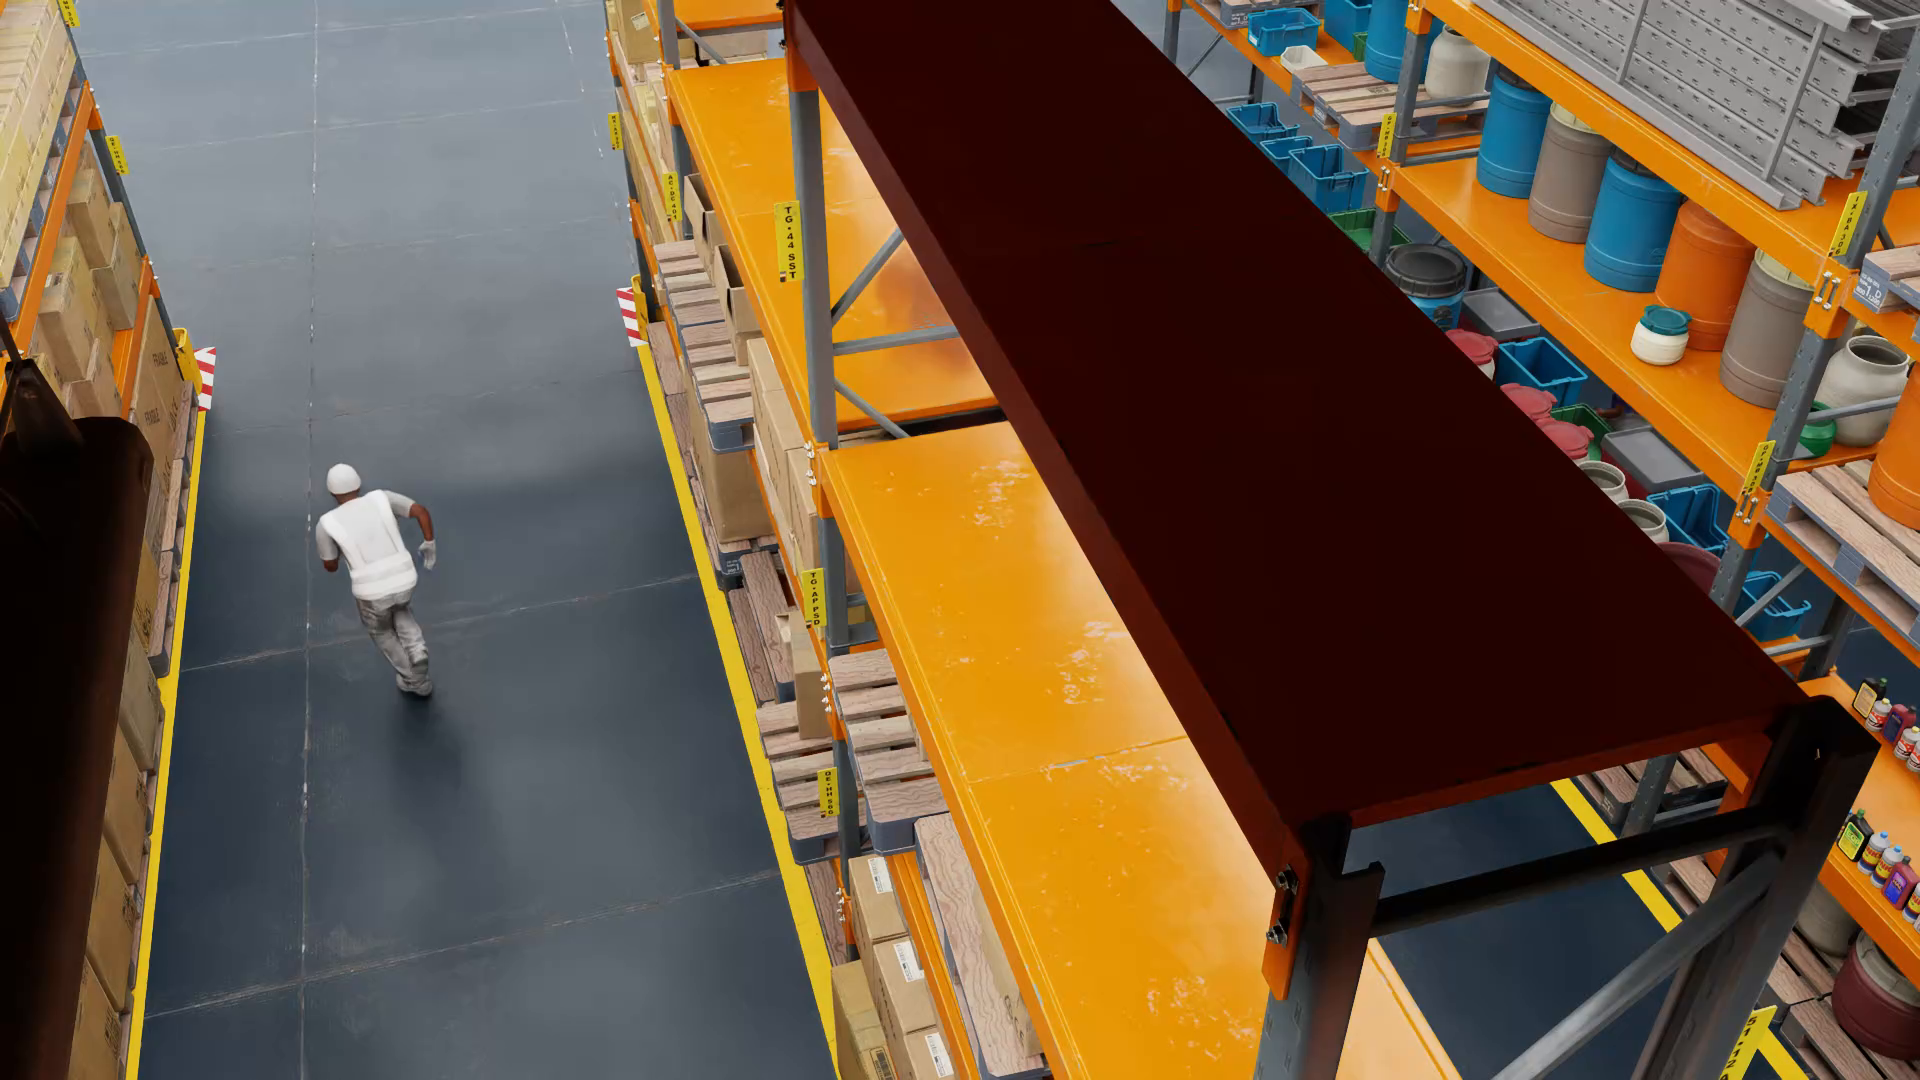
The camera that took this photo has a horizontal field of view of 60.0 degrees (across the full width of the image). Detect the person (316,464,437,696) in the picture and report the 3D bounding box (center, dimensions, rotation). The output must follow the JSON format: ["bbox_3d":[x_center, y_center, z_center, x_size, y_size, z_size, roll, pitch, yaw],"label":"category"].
[{"bbox_3d":[-3.879,0.247,11.238,0.716,1.589,0.821,-25,45,-28],"label":"person"}]

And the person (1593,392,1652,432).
[{"bbox_3d":[5.075,-0.818,12.634,0.562,1.521,0.589,-15,41,-18],"label":"person"}]
